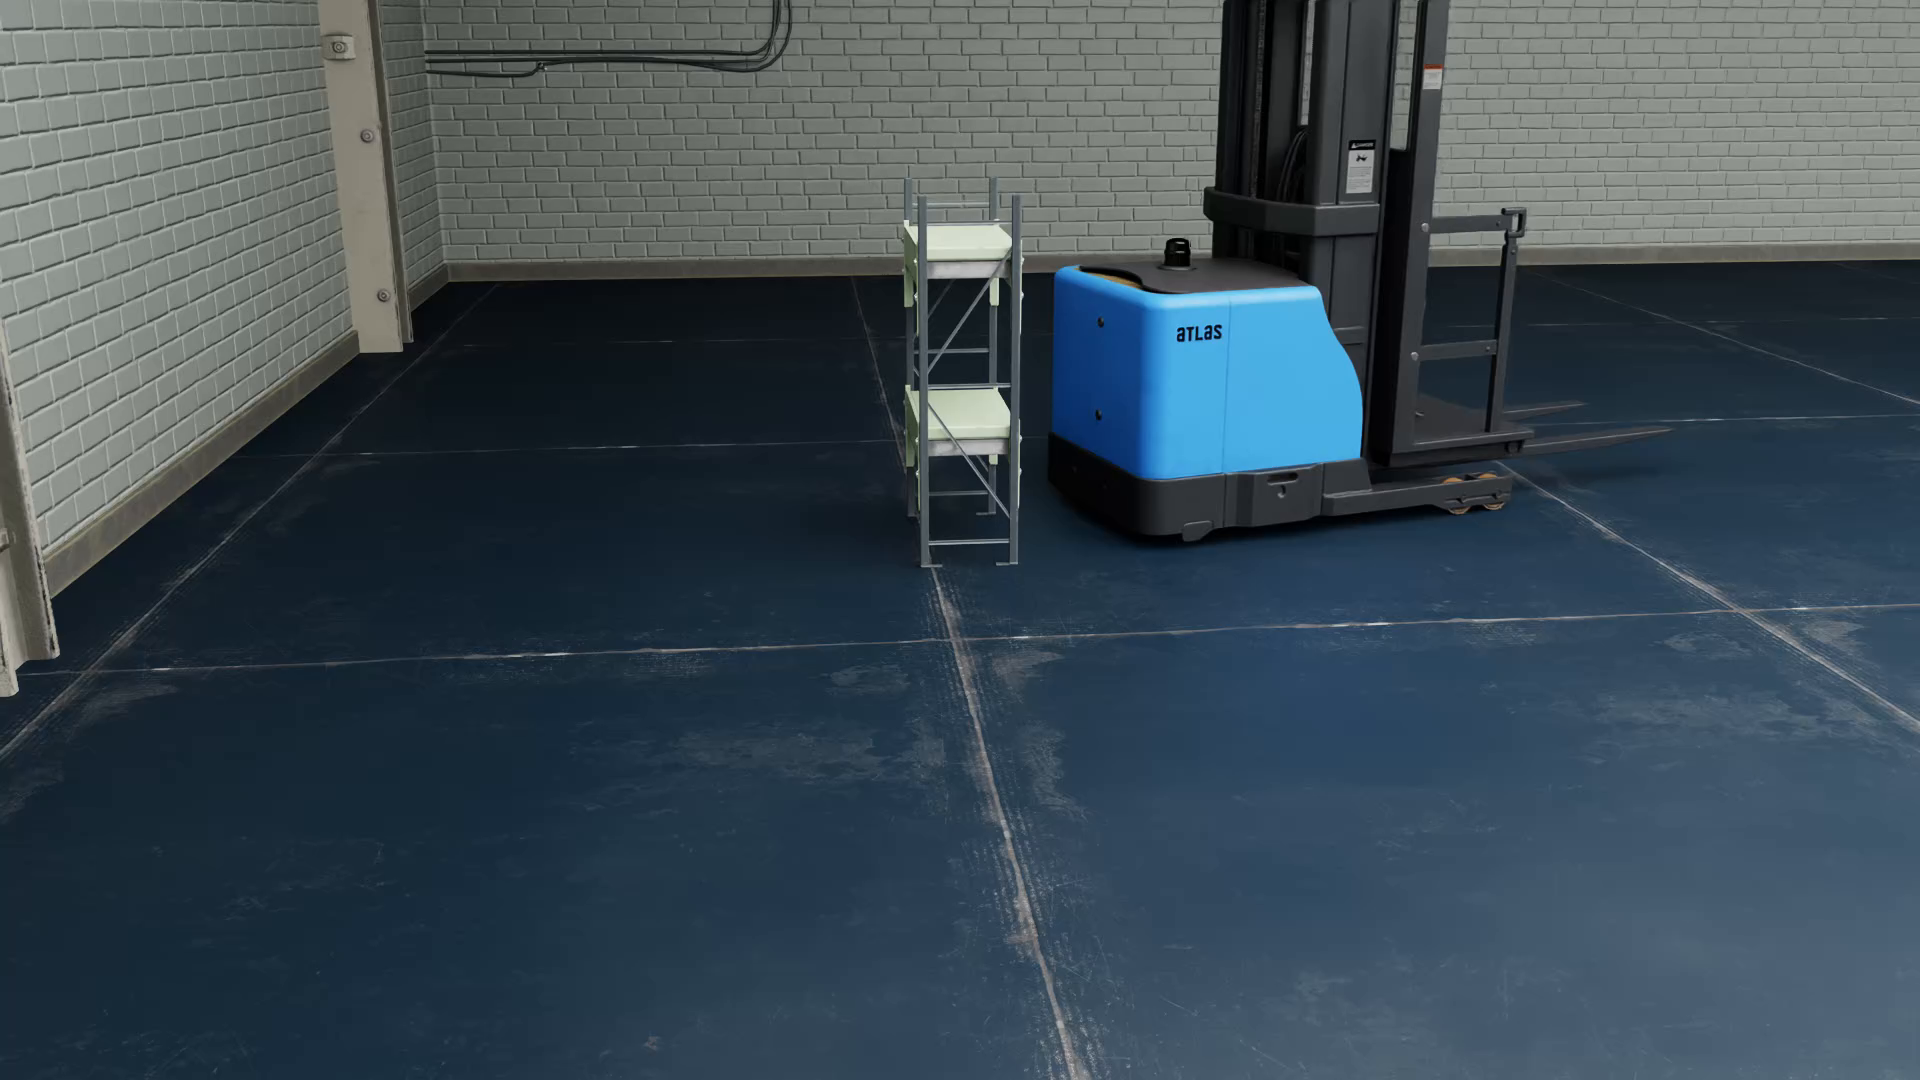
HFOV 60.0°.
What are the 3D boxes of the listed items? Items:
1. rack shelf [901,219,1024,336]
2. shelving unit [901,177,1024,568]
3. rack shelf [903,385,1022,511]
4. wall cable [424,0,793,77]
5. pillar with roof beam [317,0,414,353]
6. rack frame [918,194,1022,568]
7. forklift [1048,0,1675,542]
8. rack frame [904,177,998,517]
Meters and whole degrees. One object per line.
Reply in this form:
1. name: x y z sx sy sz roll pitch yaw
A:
1. rack shelf: -0.001 -1.090 6.842 0.431 0.370 0.720 -2 18 -6
2. shelving unit: -0.001 -0.718 6.959 0.431 1.500 0.755 -2 18 -6
3. rack shelf: -0.001 -0.407 7.056 0.431 0.370 0.720 -2 18 -6
4. wall cable: -2.931 -5.054 13.435 3.097 2.526 0.112 -2 18 -6
5. pillar with roof beam: 0.340 -5.750 10.467 9.100 9.000 0.400 -2 18 -6
6. rack frame: 0.037 -0.609 6.611 0.400 1.500 0.023 -2 18 -6
7. forklift: 1.982 -1.652 7.546 3.031 2.935 1.130 -7 19 -21
8. rack frame: -0.038 -0.827 7.306 0.400 1.500 0.023 -2 18 -6
